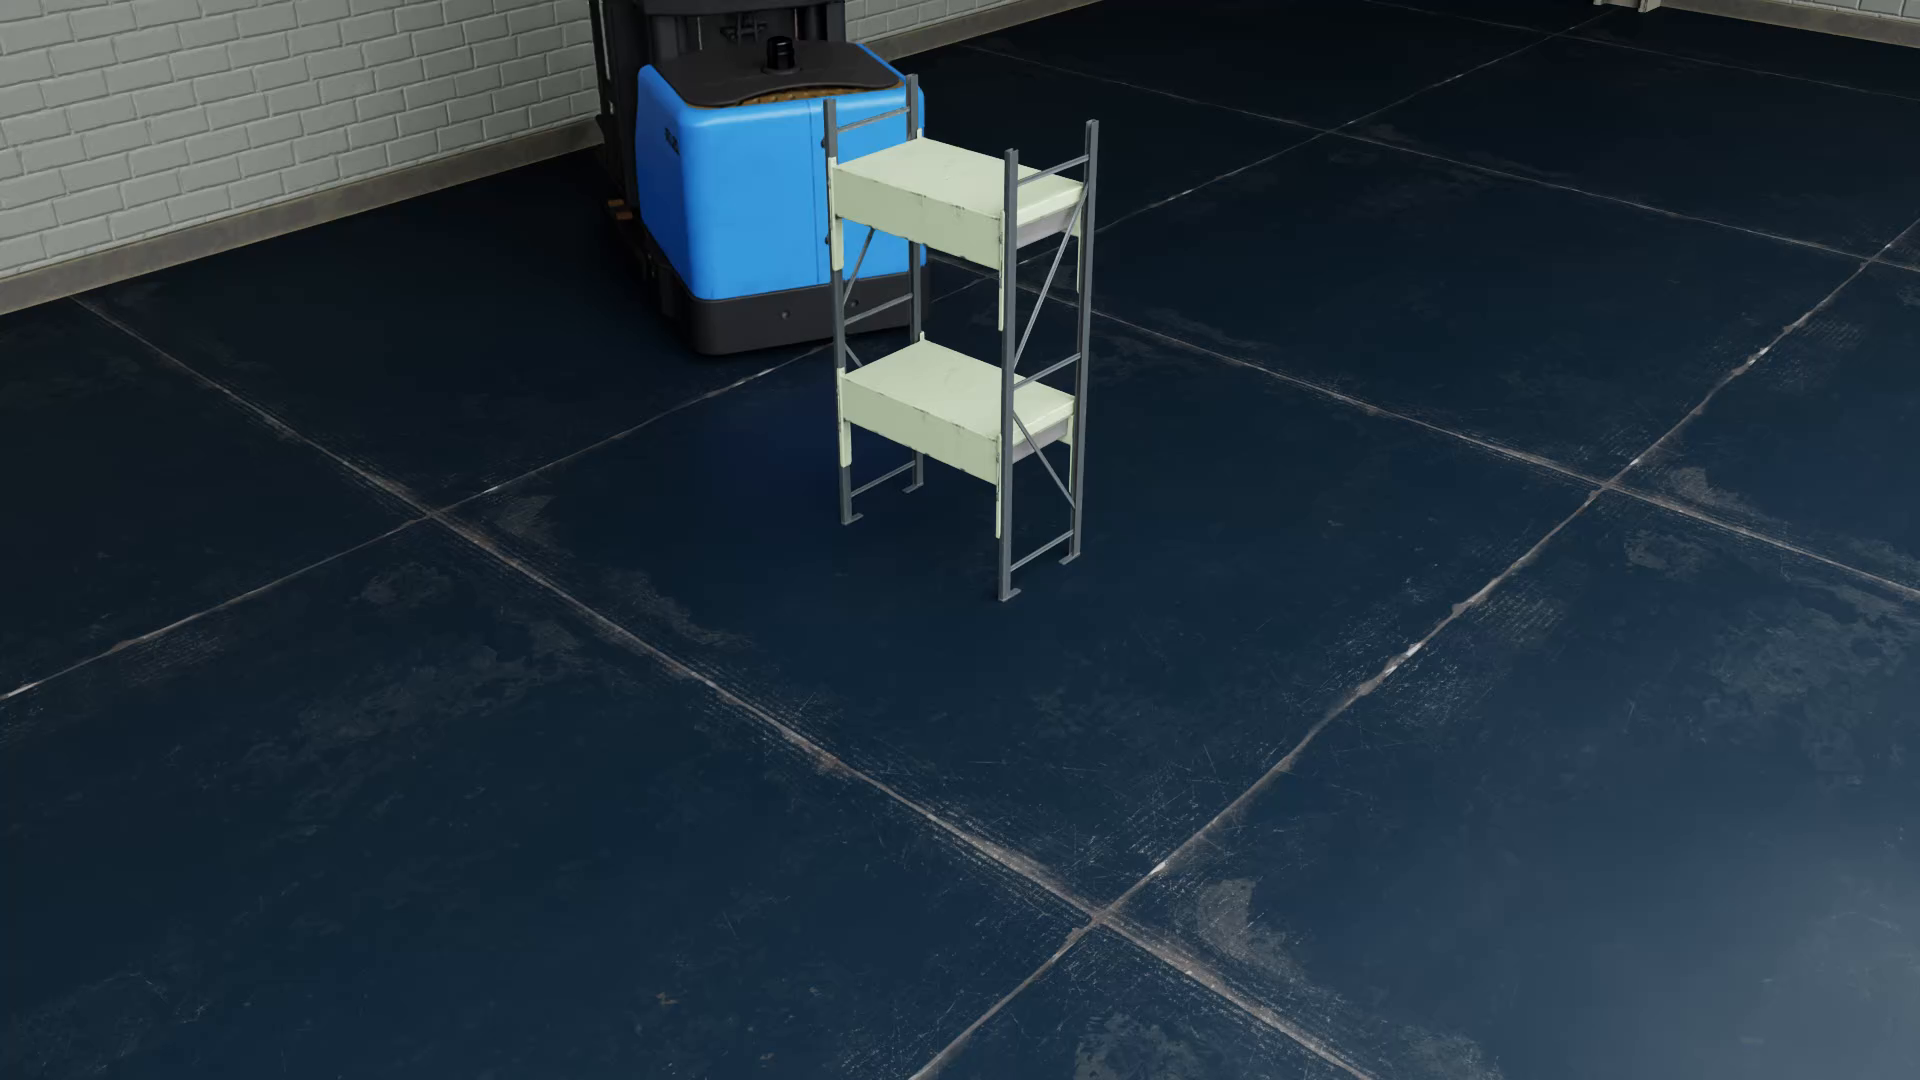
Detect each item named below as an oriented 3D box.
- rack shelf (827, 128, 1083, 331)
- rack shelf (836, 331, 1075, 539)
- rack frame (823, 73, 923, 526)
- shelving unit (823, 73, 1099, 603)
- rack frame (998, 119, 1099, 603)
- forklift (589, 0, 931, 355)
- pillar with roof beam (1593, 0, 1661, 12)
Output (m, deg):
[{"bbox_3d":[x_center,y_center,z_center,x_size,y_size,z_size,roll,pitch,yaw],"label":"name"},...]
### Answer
[{"bbox_3d":[-0.005,-0.979,5.166,0.720,0.370,0.431,25,39,35],"label":"rack shelf"},{"bbox_3d":[-0.005,-0.366,5.535,0.720,0.370,0.431,25,39,35],"label":"rack shelf"},{"bbox_3d":[-0.276,-0.772,5.577,0.023,1.500,0.400,25,39,35],"label":"rack frame"},{"bbox_3d":[-0.005,-0.645,5.367,0.755,1.500,0.431,25,39,35],"label":"shelving unit"},{"bbox_3d":[0.266,-0.518,5.157,0.023,1.500,0.400,25,39,35],"label":"rack frame"},{"bbox_3d":[-1.146,-2.767,7.505,1.130,2.935,3.031,-12,33,-19],"label":"forklift"},{"bbox_3d":[2.071,-6.192,7.310,0.400,9.000,9.100,25,39,35],"label":"pillar with roof beam"}]
